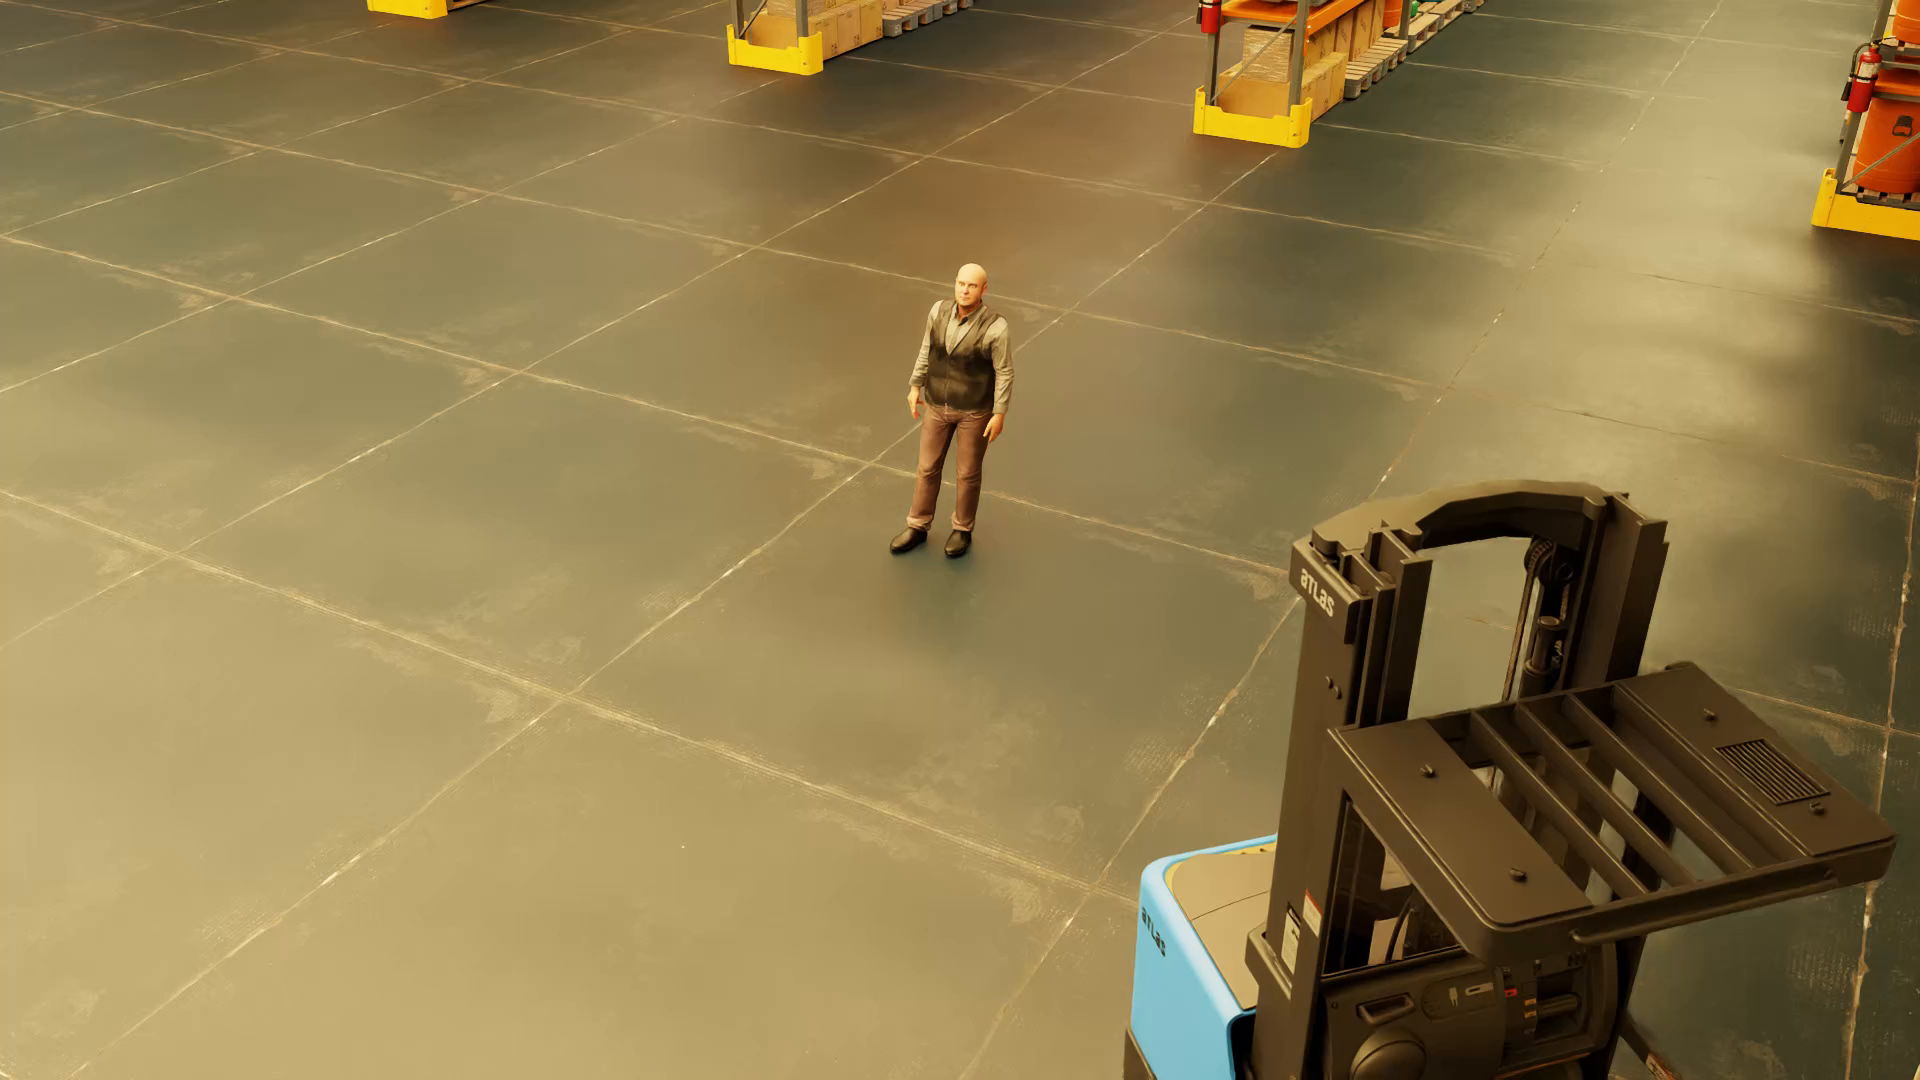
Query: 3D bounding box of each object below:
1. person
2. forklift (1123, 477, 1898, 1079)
[{"bbox_3d":[-0.037,-0.726,9.524,0.633,1.722,0.566,15,33,25],"label":"person"},{"bbox_3d":[1.532,1.434,4.585,1.130,2.935,3.031,-8,31,-14],"label":"forklift"}]
